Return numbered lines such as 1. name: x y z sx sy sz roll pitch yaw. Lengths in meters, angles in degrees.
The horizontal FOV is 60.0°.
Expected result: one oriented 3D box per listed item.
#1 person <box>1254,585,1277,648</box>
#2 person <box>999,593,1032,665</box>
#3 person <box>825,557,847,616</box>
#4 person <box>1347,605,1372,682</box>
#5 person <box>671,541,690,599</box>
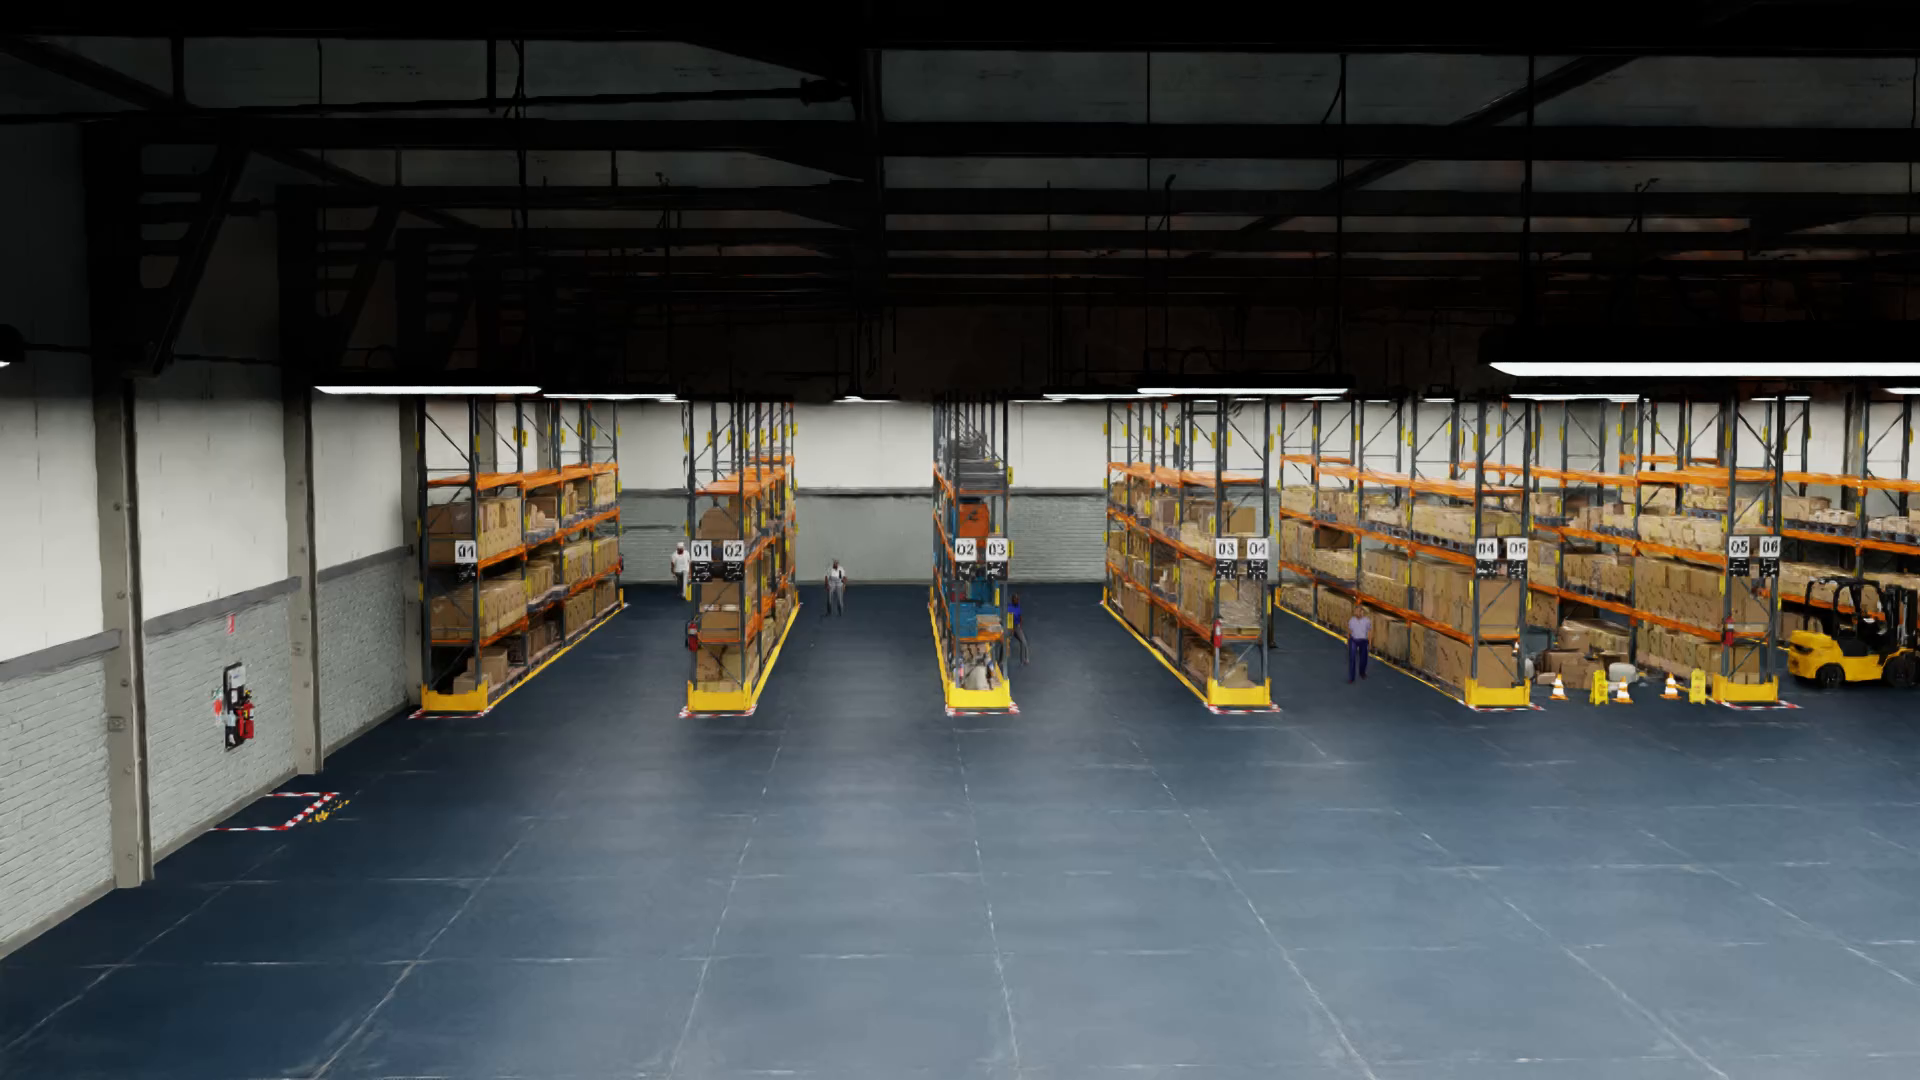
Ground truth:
1. person: 7.109 1.666 39.116 0.589 1.698 1.195 0 5 -4
2. person: 1.167 1.948 36.486 0.592 1.593 0.720 -3 5 -29
3. person: -3.354 1.262 44.845 0.592 1.629 0.532 0 5 -5
4. person: 8.257 2.119 34.352 0.498 1.593 0.909 1 5 14
5. person: -8.213 0.878 48.945 0.577 1.691 1.121 0 5 0
